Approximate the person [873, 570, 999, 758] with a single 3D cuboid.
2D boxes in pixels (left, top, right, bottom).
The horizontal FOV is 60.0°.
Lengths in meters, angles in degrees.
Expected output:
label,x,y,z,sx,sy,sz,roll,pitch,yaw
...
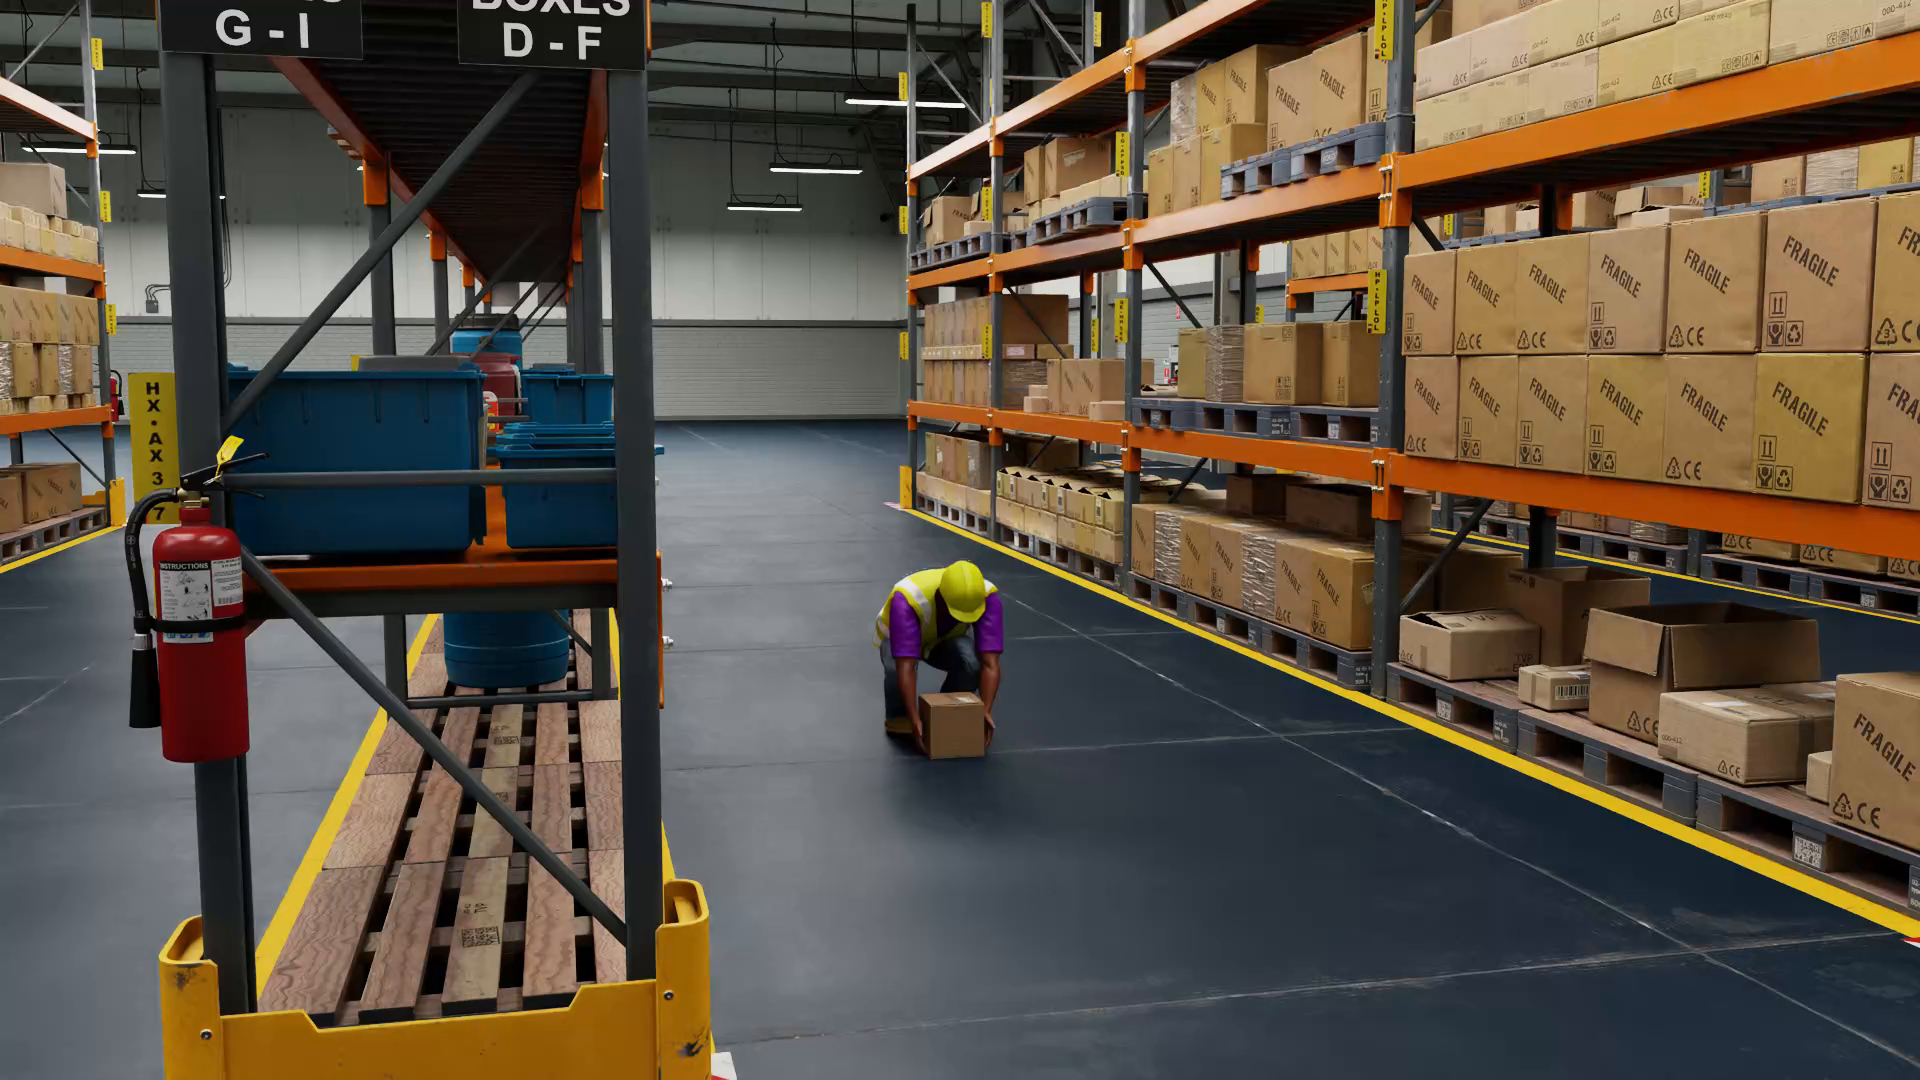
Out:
label,x,y,z,sx,sy,sz,roll,pitch,yaw
person,-10.420,-2.932,1.812,23.266,9.024,7.006,-1,6,-14
